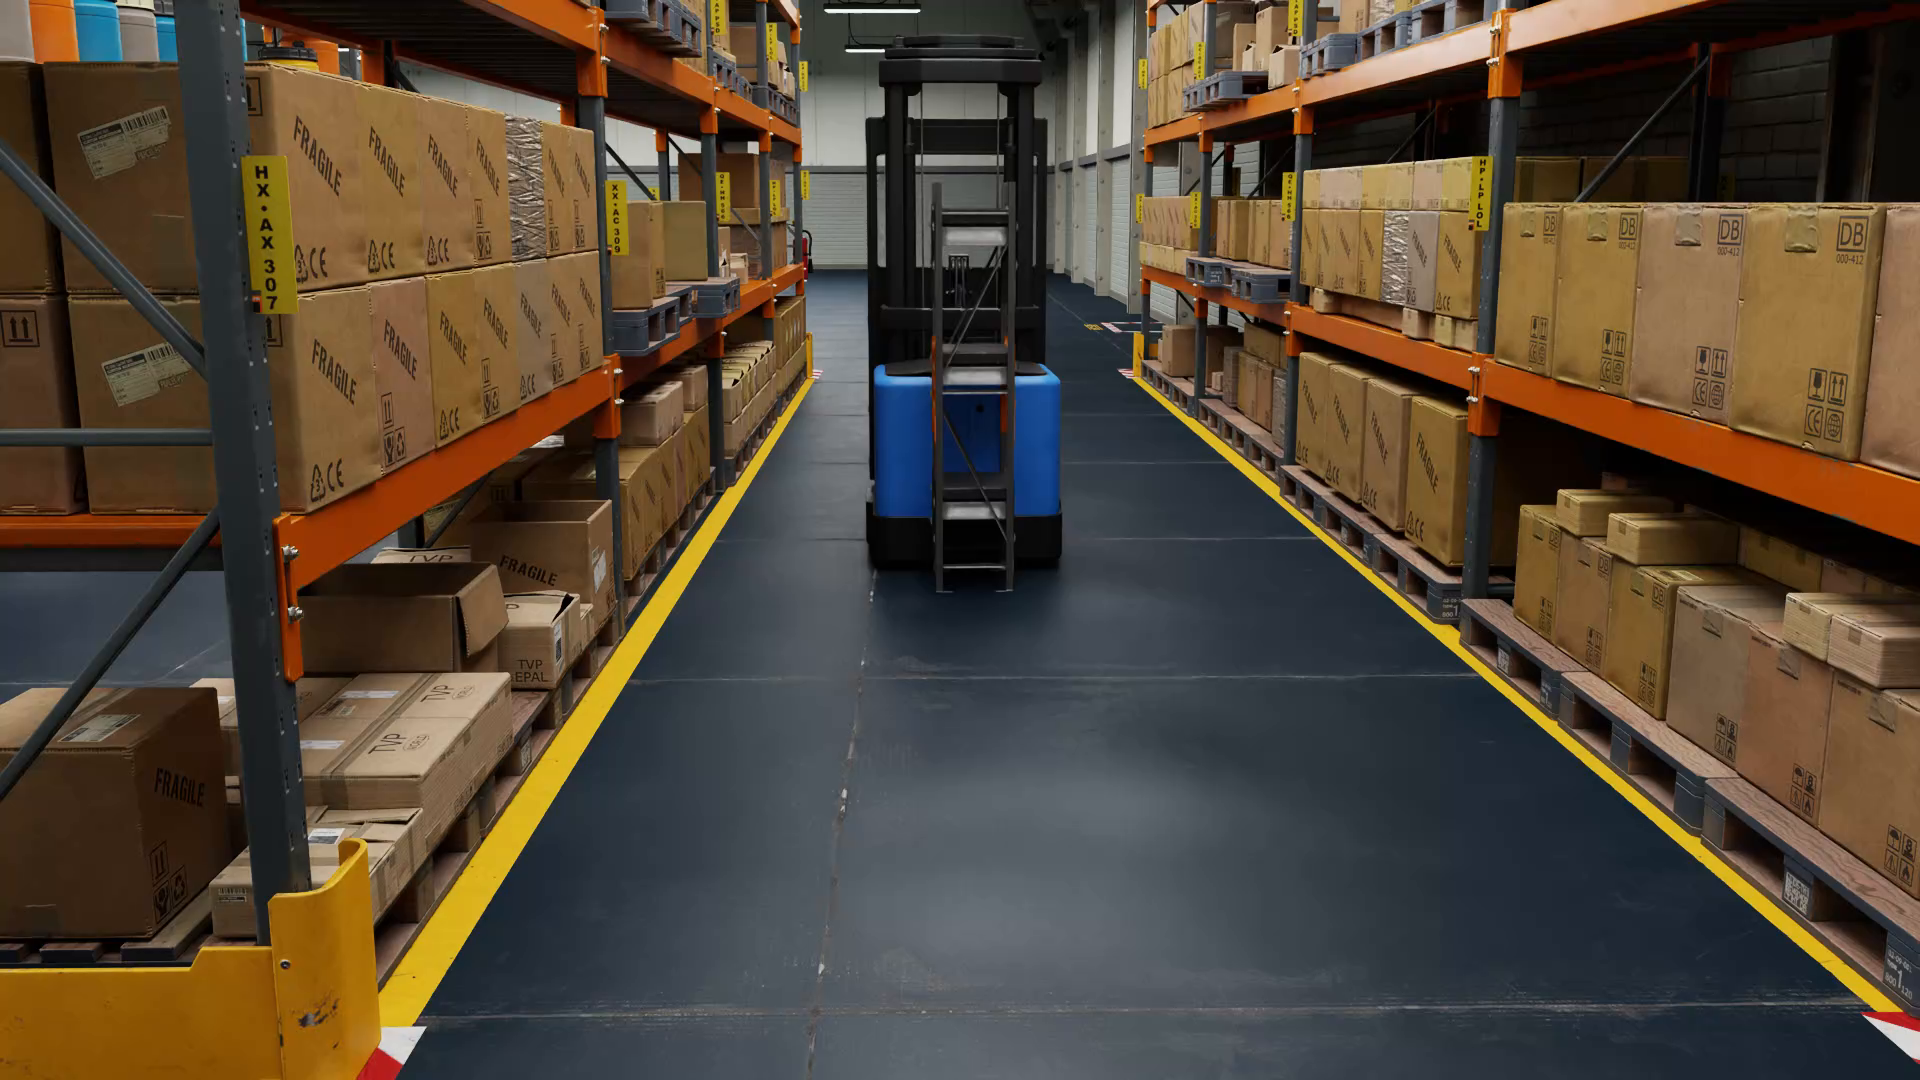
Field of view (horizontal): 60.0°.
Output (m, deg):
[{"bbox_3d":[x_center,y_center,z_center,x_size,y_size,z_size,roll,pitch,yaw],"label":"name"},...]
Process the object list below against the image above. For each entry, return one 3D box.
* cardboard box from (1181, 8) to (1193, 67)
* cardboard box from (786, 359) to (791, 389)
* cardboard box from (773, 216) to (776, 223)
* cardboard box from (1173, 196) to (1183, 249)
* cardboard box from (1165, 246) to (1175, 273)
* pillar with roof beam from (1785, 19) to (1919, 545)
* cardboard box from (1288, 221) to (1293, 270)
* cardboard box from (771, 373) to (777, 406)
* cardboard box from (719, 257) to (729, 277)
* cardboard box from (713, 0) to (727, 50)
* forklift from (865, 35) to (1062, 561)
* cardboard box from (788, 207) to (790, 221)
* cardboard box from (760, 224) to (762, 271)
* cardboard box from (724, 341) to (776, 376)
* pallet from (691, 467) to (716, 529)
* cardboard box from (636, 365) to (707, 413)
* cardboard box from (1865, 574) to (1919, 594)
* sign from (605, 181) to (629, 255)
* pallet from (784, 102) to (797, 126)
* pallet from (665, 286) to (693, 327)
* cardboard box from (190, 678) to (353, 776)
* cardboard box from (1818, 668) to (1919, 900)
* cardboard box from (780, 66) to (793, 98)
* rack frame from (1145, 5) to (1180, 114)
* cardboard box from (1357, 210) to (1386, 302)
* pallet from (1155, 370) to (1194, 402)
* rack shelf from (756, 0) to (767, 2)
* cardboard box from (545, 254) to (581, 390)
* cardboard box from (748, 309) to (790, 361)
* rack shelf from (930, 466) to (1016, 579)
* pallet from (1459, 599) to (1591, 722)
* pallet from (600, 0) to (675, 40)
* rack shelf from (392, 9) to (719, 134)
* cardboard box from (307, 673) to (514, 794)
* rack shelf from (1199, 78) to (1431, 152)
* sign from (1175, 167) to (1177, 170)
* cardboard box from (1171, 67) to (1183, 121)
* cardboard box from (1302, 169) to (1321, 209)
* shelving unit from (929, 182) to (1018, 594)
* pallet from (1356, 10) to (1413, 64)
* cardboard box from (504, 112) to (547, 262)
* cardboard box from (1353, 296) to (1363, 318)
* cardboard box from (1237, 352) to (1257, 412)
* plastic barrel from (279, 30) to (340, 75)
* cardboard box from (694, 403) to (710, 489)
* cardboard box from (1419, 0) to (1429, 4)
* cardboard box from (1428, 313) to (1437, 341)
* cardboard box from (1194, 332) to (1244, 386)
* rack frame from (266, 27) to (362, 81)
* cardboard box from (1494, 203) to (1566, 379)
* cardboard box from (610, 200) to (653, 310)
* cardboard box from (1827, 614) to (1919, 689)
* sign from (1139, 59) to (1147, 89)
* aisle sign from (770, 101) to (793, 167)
[{"bbox_3d":[2.410,-4.845,16.035,0.500,0.500,0.500,0,11,2],"label":"cardboard box"},{"bbox_3d":[-1.951,-1.648,16.497,0.500,0.250,0.500,0,11,-1],"label":"cardboard box"},{"bbox_3d":[-2.087,-3.326,17.026,0.380,0.149,0.250,0,11,-2],"label":"cardboard box"},{"bbox_3d":[2.378,-3.114,16.303,0.500,0.500,0.500,0,11,-1],"label":"cardboard box"},{"bbox_3d":[2.373,-2.846,16.871,0.500,0.250,0.500,0,11,-1],"label":"cardboard box"},{"bbox_3d":[-0.546,-3.815,6.229,9.100,9.000,0.400,0,11,-1],"label":"pillar with roof beam"},{"bbox_3d":[2.776,-2.181,11.907,0.700,0.500,0.500,-2,12,-8],"label":"cardboard box"},{"bbox_3d":[-1.941,-1.374,15.146,0.500,0.250,0.500,0,11,-2],"label":"cardboard box"},{"bbox_3d":[-1.981,-1.937,12.285,0.500,0.311,0.500,0,11,-2],"label":"cardboard box"},{"bbox_3d":[-2.231,-4.331,13.753,0.500,0.500,0.500,1,12,4],"label":"cardboard box"},{"bbox_3d":[-0.035,-1.560,10.376,1.130,2.935,3.031,-1,11,-3],"label":"forklift"},{"bbox_3d":[-2.123,-3.684,18.790,0.380,0.149,0.250,0,11,-2],"label":"cardboard box"},{"bbox_3d":[-2.272,-2.839,16.257,0.700,0.500,0.500,0,11,-2],"label":"cardboard box"},{"bbox_3d":[-1.944,-1.651,15.100,0.500,0.311,0.500,0,11,-1],"label":"cardboard box"},{"bbox_3d":[-2.179,-0.287,10.941,1.003,0.211,1.213,0,11,-1],"label":"pallet"},{"bbox_3d":[-1.897,-0.964,10.559,0.500,0.250,0.500,0,11,1],"label":"cardboard box"},{"bbox_3d":[3.033,0.204,5.111,0.380,0.149,0.250,0,11,-1],"label":"cardboard box"},{"bbox_3d":[-1.532,-1.435,7.409,0.100,0.325,0.005,0,11,-1],"label":"sign"},{"bbox_3d":[-2.333,-4.678,18.252,1.003,0.211,1.213,0,11,-1],"label":"pallet"},{"bbox_3d":[-2.112,-1.321,9.510,1.003,0.211,1.213,0,11,-1],"label":"pallet"},{"bbox_3d":[-2.238,0.624,5.246,0.500,0.250,0.500,0,11,-1],"label":"cardboard box"},{"bbox_3d":[2.847,0.648,4.552,0.700,0.500,0.500,0,11,-1],"label":"cardboard box"},{"bbox_3d":[-2.023,-4.754,17.222,0.500,0.311,0.500,1,12,6],"label":"cardboard box"},{"bbox_3d":[2.631,-6.353,18.742,1.000,3.000,0.127,0,11,-1],"label":"rack frame"},{"bbox_3d":[2.579,-1.624,9.468,0.500,0.500,0.500,0,11,0],"label":"cardboard box"},{"bbox_3d":[2.636,-1.628,17.552,1.003,0.211,1.213,0,11,-1],"label":"pallet"},{"bbox_3d":[-2.198,-4.591,12.870,1.077,0.370,4.000,0,11,-1],"label":"rack shelf"},{"bbox_3d":[-1.795,-0.855,6.477,0.500,0.500,0.500,0,11,0],"label":"cardboard box"},{"bbox_3d":[-1.954,-2.015,16.423,0.500,0.500,0.500,0,11,-1],"label":"cardboard box"},{"bbox_3d":[0.064,-0.101,8.861,0.431,0.518,0.480,-1,12,-3],"label":"rack shelf"},{"bbox_3d":[2.816,0.490,7.111,1.003,0.211,1.213,0,11,-1],"label":"pallet"},{"bbox_3d":[-2.017,-2.514,7.837,1.213,0.211,1.003,0,11,-1],"label":"pallet"},{"bbox_3d":[-2.115,-2.522,9.210,1.077,0.370,4.000,0,11,-1],"label":"rack shelf"},{"bbox_3d":[-1.740,0.612,5.305,0.500,0.250,0.500,0,11,-1],"label":"cardboard box"},{"bbox_3d":[2.755,-3.338,13.233,1.077,0.370,4.000,0,11,-1],"label":"rack shelf"},{"bbox_3d":[3.472,-6.100,26.751,0.001,0.298,0.199,0,11,-1],"label":"sign"},{"bbox_3d":[2.409,-4.457,16.637,0.500,0.500,0.500,-1,11,-3],"label":"cardboard box"},{"bbox_3d":[2.548,-2.298,10.906,0.500,0.250,0.500,0,11,0],"label":"cardboard box"},{"bbox_3d":[0.064,-0.800,8.717,0.431,2.100,0.503,-1,12,-3],"label":"shelving unit"},{"bbox_3d":[2.888,-2.850,9.495,1.003,0.211,1.213,0,11,1],"label":"pallet"},{"bbox_3d":[-1.781,-1.244,5.881,0.500,0.500,0.500,0,11,-1],"label":"cardboard box"},{"bbox_3d":[2.631,-1.439,10.188,0.380,0.149,0.250,0,11,0],"label":"cardboard box"},{"bbox_3d":[2.806,-1.360,14.398,0.700,0.500,0.500,0,11,-2],"label":"cardboard box"},{"bbox_3d":[-7.137,-5.163,18.282,0.600,0.830,0.708,0,11,-1],"label":"plastic barrel"},{"bbox_3d":[-1.903,-0.607,10.689,0.500,0.500,0.500,0,11,1],"label":"cardboard box"},{"bbox_3d":[2.948,-3.148,9.129,0.700,0.500,0.500,0,11,-1],"label":"cardboard box"},{"bbox_3d":[2.600,-1.082,8.430,0.380,0.149,0.250,0,11,1],"label":"cardboard box"},{"bbox_3d":[2.652,-1.815,16.640,0.500,0.500,0.500,-1,12,-5],"label":"cardboard box"},{"bbox_3d":[-7.274,-6.313,18.541,1.000,3.000,0.127,0,11,-1],"label":"rack frame"},{"bbox_3d":[2.874,-1.067,7.019,0.980,0.700,0.700,0,11,0],"label":"cardboard box"},{"bbox_3d":[-1.860,-1.357,7.894,0.700,0.500,0.500,-4,12,-20],"label":"cardboard box"},{"bbox_3d":[2.662,0.305,4.610,0.380,0.149,0.250,0,11,-2],"label":"cardboard box"},{"bbox_3d":[2.088,-5.309,18.942,0.100,0.325,0.005,0,11,-1],"label":"sign"},{"bbox_3d":[-2.030,-4.680,19.046,0.394,0.787,0.004,0,11,-1],"label":"aisle sign"}]
